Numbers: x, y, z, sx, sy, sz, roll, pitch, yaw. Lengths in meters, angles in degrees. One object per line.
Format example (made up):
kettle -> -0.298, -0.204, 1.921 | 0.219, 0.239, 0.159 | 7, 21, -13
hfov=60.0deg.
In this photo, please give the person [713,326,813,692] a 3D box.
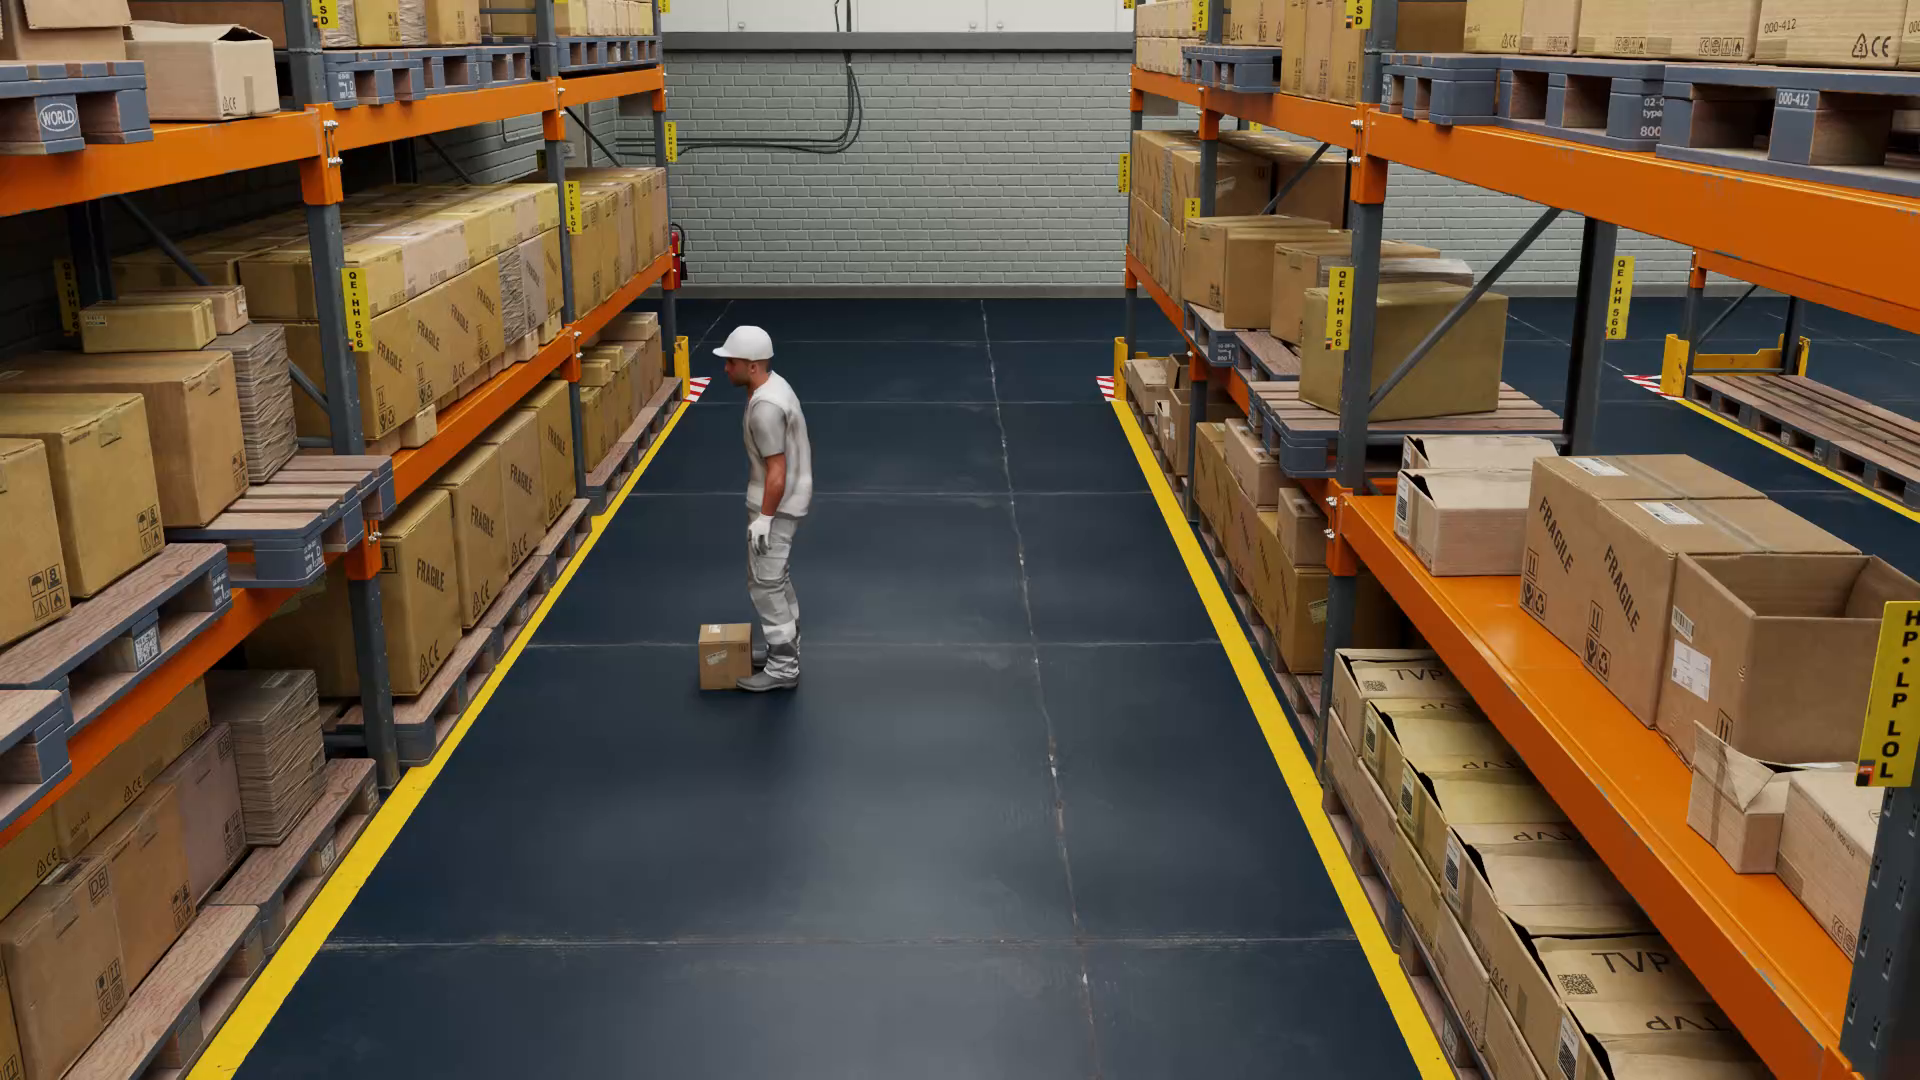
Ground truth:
person -> -0.931, -0.151, 8.012 | 0.447, 1.780, 0.619 | -1, 17, -4
